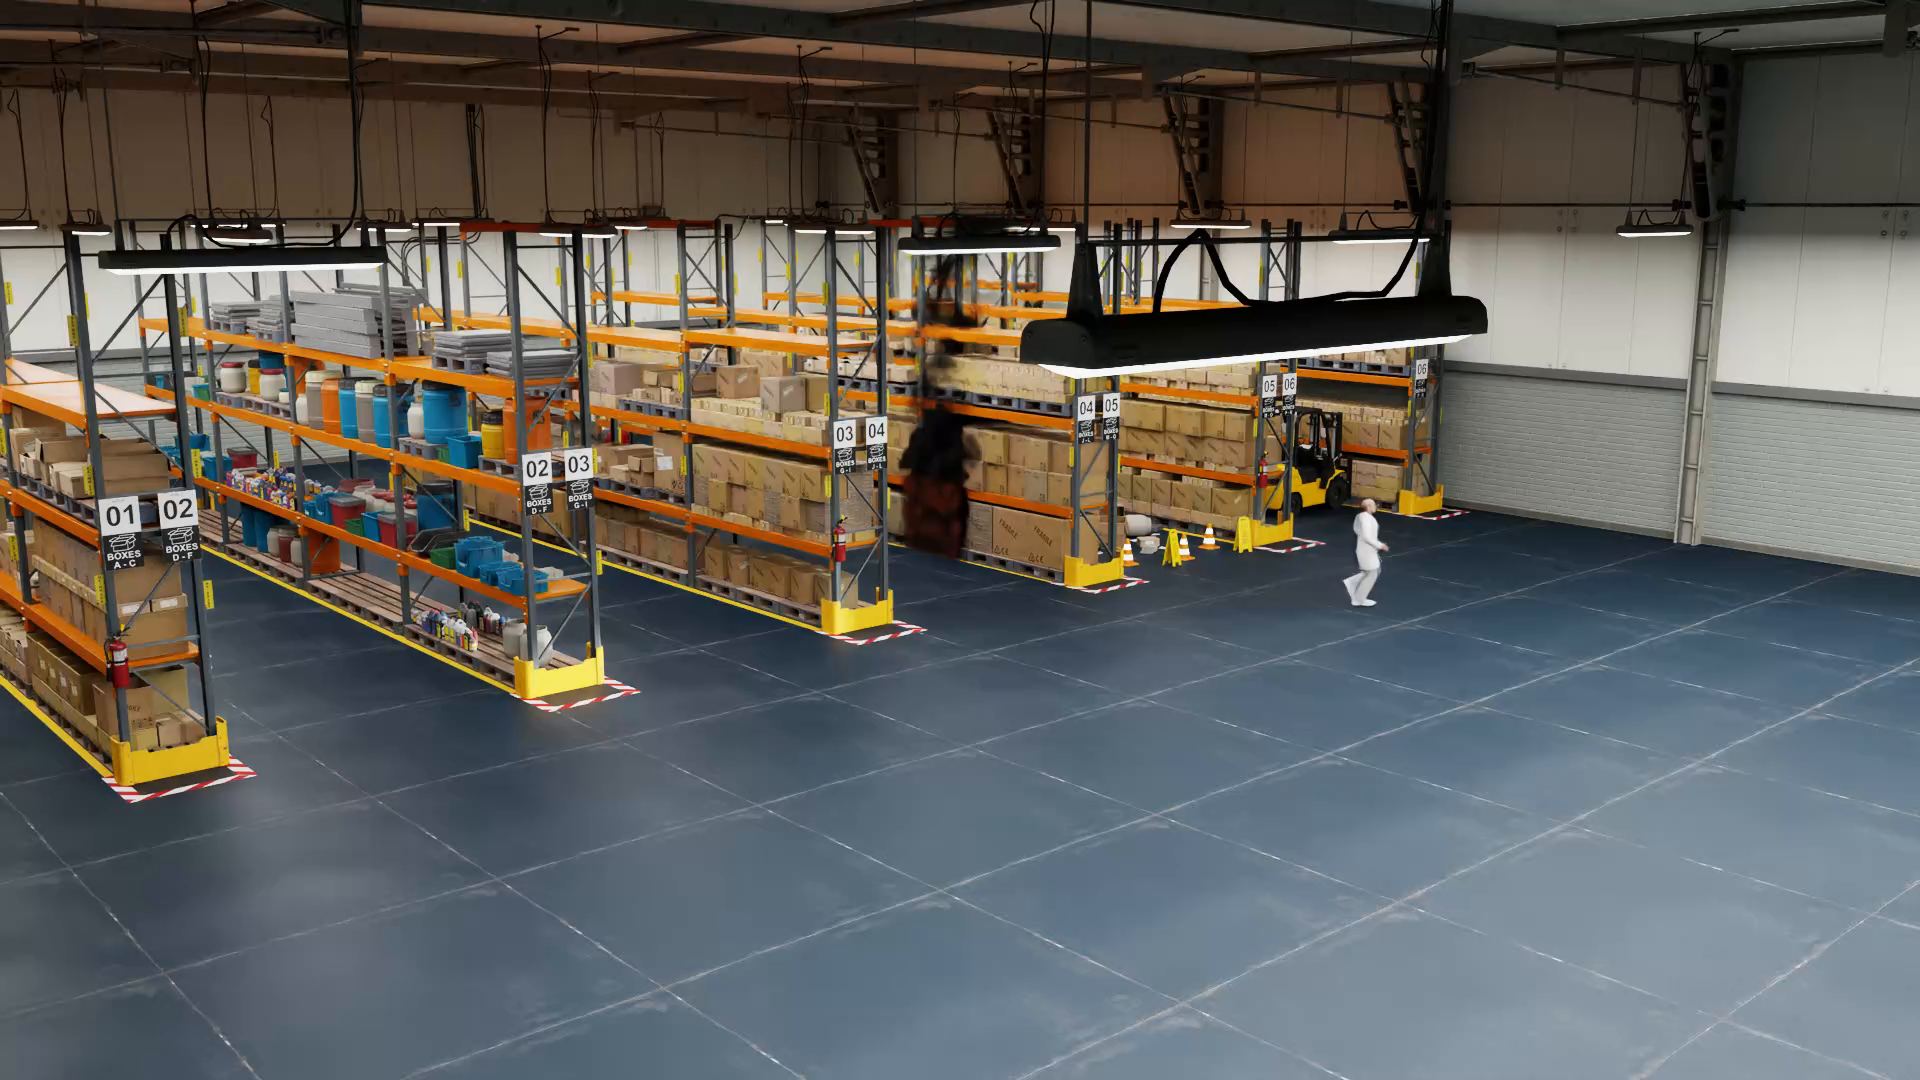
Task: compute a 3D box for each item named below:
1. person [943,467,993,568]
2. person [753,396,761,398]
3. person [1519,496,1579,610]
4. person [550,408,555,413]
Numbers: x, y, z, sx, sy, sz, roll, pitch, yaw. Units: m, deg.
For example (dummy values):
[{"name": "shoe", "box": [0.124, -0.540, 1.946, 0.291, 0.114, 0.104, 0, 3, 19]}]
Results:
[{"name": "person", "box": [0.134, -0.376, 27.991, 0.927, 1.718, 0.623, 9, 14, 37]}, {"name": "person", "box": [-5.517, -3.317, 44.284, 0.628, 1.656, 0.654, -2, 12, -8]}, {"name": "person", "box": [9.371, 0.213, 26.396, 0.861, 1.827, 0.692, 1, 11, 6]}, {"name": "person", "box": [-9.668, -2.295, 39.076, 0.631, 1.653, 0.724, -2, 12, -10]}]
